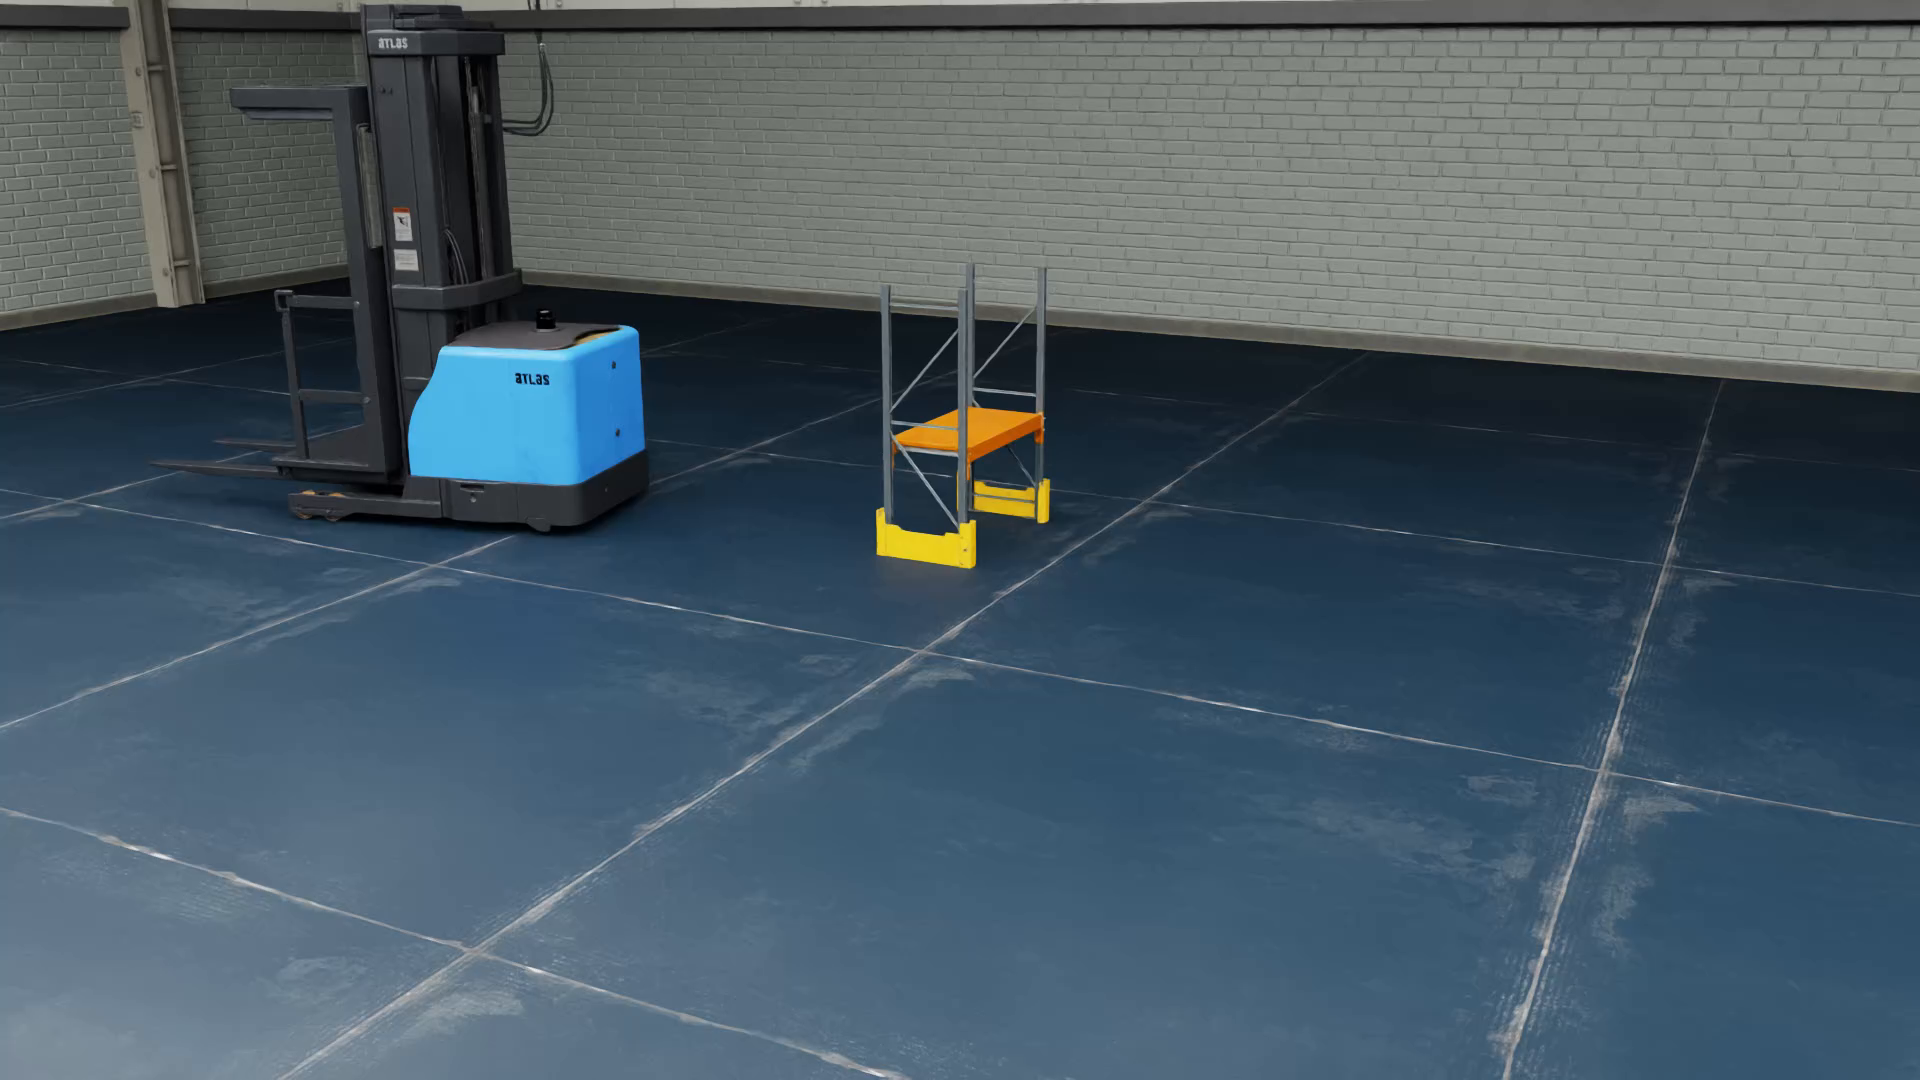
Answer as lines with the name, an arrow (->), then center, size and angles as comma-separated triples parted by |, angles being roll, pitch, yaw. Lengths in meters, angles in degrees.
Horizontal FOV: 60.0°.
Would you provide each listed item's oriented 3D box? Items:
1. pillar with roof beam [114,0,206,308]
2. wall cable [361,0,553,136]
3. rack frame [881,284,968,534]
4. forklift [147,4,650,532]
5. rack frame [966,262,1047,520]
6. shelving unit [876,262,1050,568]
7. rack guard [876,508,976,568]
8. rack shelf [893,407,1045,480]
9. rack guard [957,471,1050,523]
pillar with roof beam -> -4.670, -6.340, 15.066 | 9.100, 9.000, 0.400 | 8, 18, 25
wall cable -> -6.022, -5.982, 19.313 | 3.097, 2.526, 0.112 | 8, 18, 25
rack frame -> -0.189, -0.611, 8.948 | 0.500, 1.500, 0.032 | 8, 18, 25
forklift -> -3.520, -1.658, 9.959 | 3.031, 2.935, 1.130 | 4, 17, 14
rack frame -> 0.265, -0.870, 9.820 | 0.500, 1.500, 0.032 | 8, 18, 25
shelving unit -> 0.034, -0.738, 9.376 | 0.587, 1.500, 1.083 | 8, 18, 25
rack guard -> -0.188, -0.012, 9.127 | 0.587, 0.250, 0.087 | 8, 18, 25
rack shelf -> 0.038, -0.568, 9.435 | 0.538, 0.185, 1.000 | 8, 18, 25
rack guard -> 0.257, -0.266, 9.981 | 0.587, 0.250, 0.087 | 8, 18, 25
